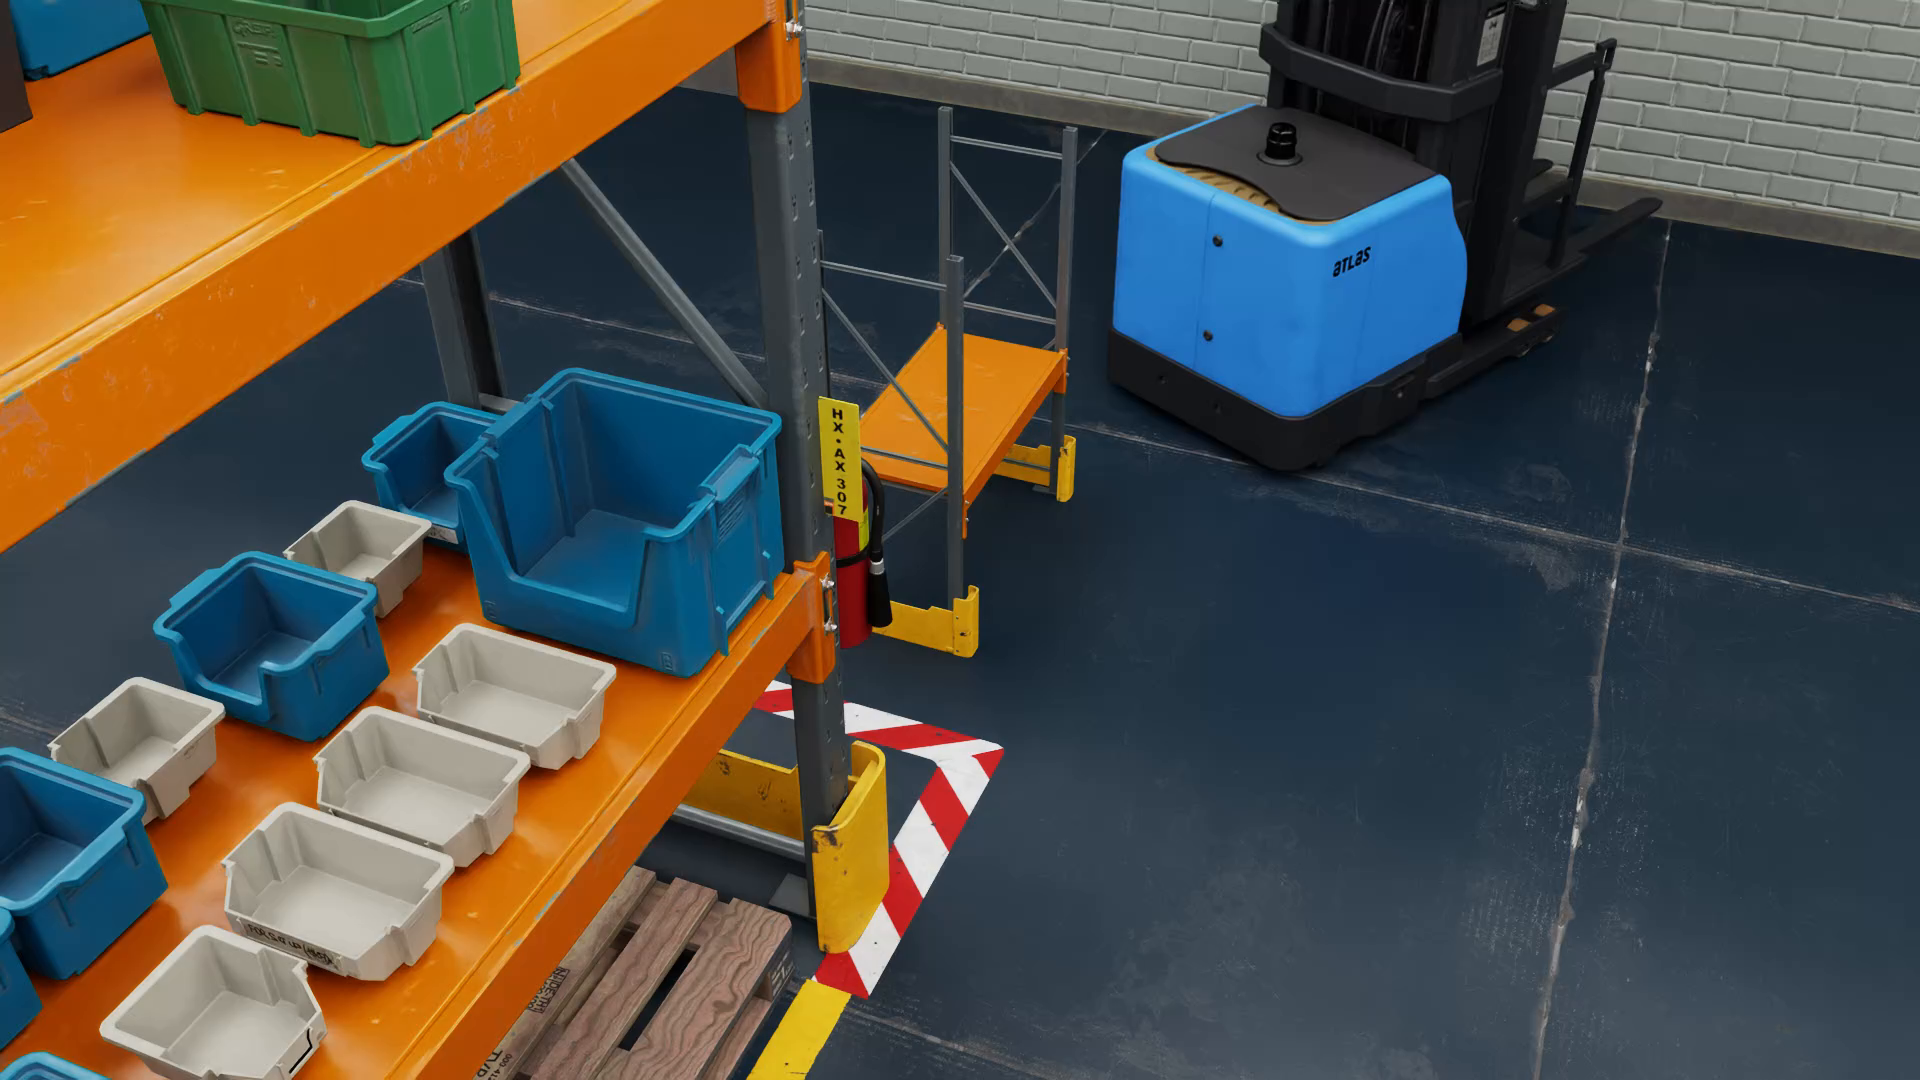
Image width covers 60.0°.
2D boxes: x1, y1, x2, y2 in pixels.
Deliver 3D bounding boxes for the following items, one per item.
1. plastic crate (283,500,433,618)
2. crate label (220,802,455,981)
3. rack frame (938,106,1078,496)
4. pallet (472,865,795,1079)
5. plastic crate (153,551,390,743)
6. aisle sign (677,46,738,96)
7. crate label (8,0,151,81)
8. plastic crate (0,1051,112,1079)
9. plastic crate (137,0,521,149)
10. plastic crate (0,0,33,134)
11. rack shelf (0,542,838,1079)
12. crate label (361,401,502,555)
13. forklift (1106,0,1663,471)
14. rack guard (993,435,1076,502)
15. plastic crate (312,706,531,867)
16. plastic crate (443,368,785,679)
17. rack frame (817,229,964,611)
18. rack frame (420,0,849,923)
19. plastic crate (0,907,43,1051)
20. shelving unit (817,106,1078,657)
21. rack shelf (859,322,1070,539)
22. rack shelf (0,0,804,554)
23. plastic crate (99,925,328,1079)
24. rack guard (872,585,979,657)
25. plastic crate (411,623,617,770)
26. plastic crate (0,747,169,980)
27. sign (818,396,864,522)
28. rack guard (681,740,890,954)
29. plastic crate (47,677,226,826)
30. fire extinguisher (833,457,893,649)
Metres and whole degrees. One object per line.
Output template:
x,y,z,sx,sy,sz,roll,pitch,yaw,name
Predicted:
-1.387,0.067,3.825,0.250,0.136,0.298,14,39,18,plastic crate
-1.140,0.657,3.036,0.396,0.136,0.243,14,39,18,crate label
0.161,-0.835,6.114,0.500,1.500,0.032,14,39,18,rack frame
-1.140,1.330,4.294,1.003,0.211,1.213,14,39,18,pallet
-1.439,0.235,3.520,0.416,0.233,0.300,14,39,18,plastic crate
-0.492,-1.249,3.244,0.394,0.787,0.004,14,39,18,aisle sign
-1.440,-0.939,2.620,0.408,0.251,0.502,14,39,18,crate label
-1.335,1.004,2.491,0.416,0.233,0.300,14,39,18,plastic crate
-0.901,-0.740,2.406,0.450,0.188,0.336,14,39,18,plastic crate
-1.626,-0.628,2.131,0.504,0.338,0.767,14,39,18,plastic crate
-1.551,1.161,2.792,1.077,0.370,4.000,14,39,18,rack shelf
-1.189,-0.130,4.008,0.416,0.233,0.303,14,39,18,crate label
2.060,-2.193,6.735,3.031,2.935,1.130,-28,45,-32,forklift
0.160,-0.334,6.488,0.587,0.250,0.087,14,39,18,rack guard
-1.057,0.497,3.250,0.396,0.136,0.243,14,39,18,plastic crate
-0.745,-0.045,3.725,0.616,0.435,0.499,14,39,18,plastic crate
-0.226,-0.272,5.361,0.500,1.500,0.032,14,39,18,rack frame
-0.790,-0.235,4.058,1.000,3.000,0.127,14,39,18,rack frame
-1.804,0.765,2.810,0.416,0.233,0.300,14,39,18,plastic crate
-0.029,-0.559,5.745,0.587,1.500,1.083,14,39,18,shelving unit
-0.032,-0.409,5.845,0.538,0.185,1.000,14,39,18,rack shelf
-1.551,-0.041,1.894,1.077,0.370,4.000,14,39,18,rack shelf
-1.236,0.825,2.811,0.298,0.136,0.250,14,39,18,plastic crate
-0.219,0.218,5.750,0.587,0.250,0.087,14,39,18,rack guard
-0.933,0.340,3.460,0.396,0.136,0.243,14,39,18,plastic crate
-1.690,0.599,3.033,0.416,0.233,0.300,14,39,18,plastic crate
-0.275,-0.184,3.854,0.100,0.325,0.005,14,39,18,sign
-0.793,0.750,4.829,1.175,0.500,0.348,14,39,18,rack guard
-1.645,0.443,3.322,0.250,0.136,0.298,14,39,18,plastic crate
-0.313,-0.034,4.166,0.296,0.674,0.183,14,39,18,fire extinguisher
